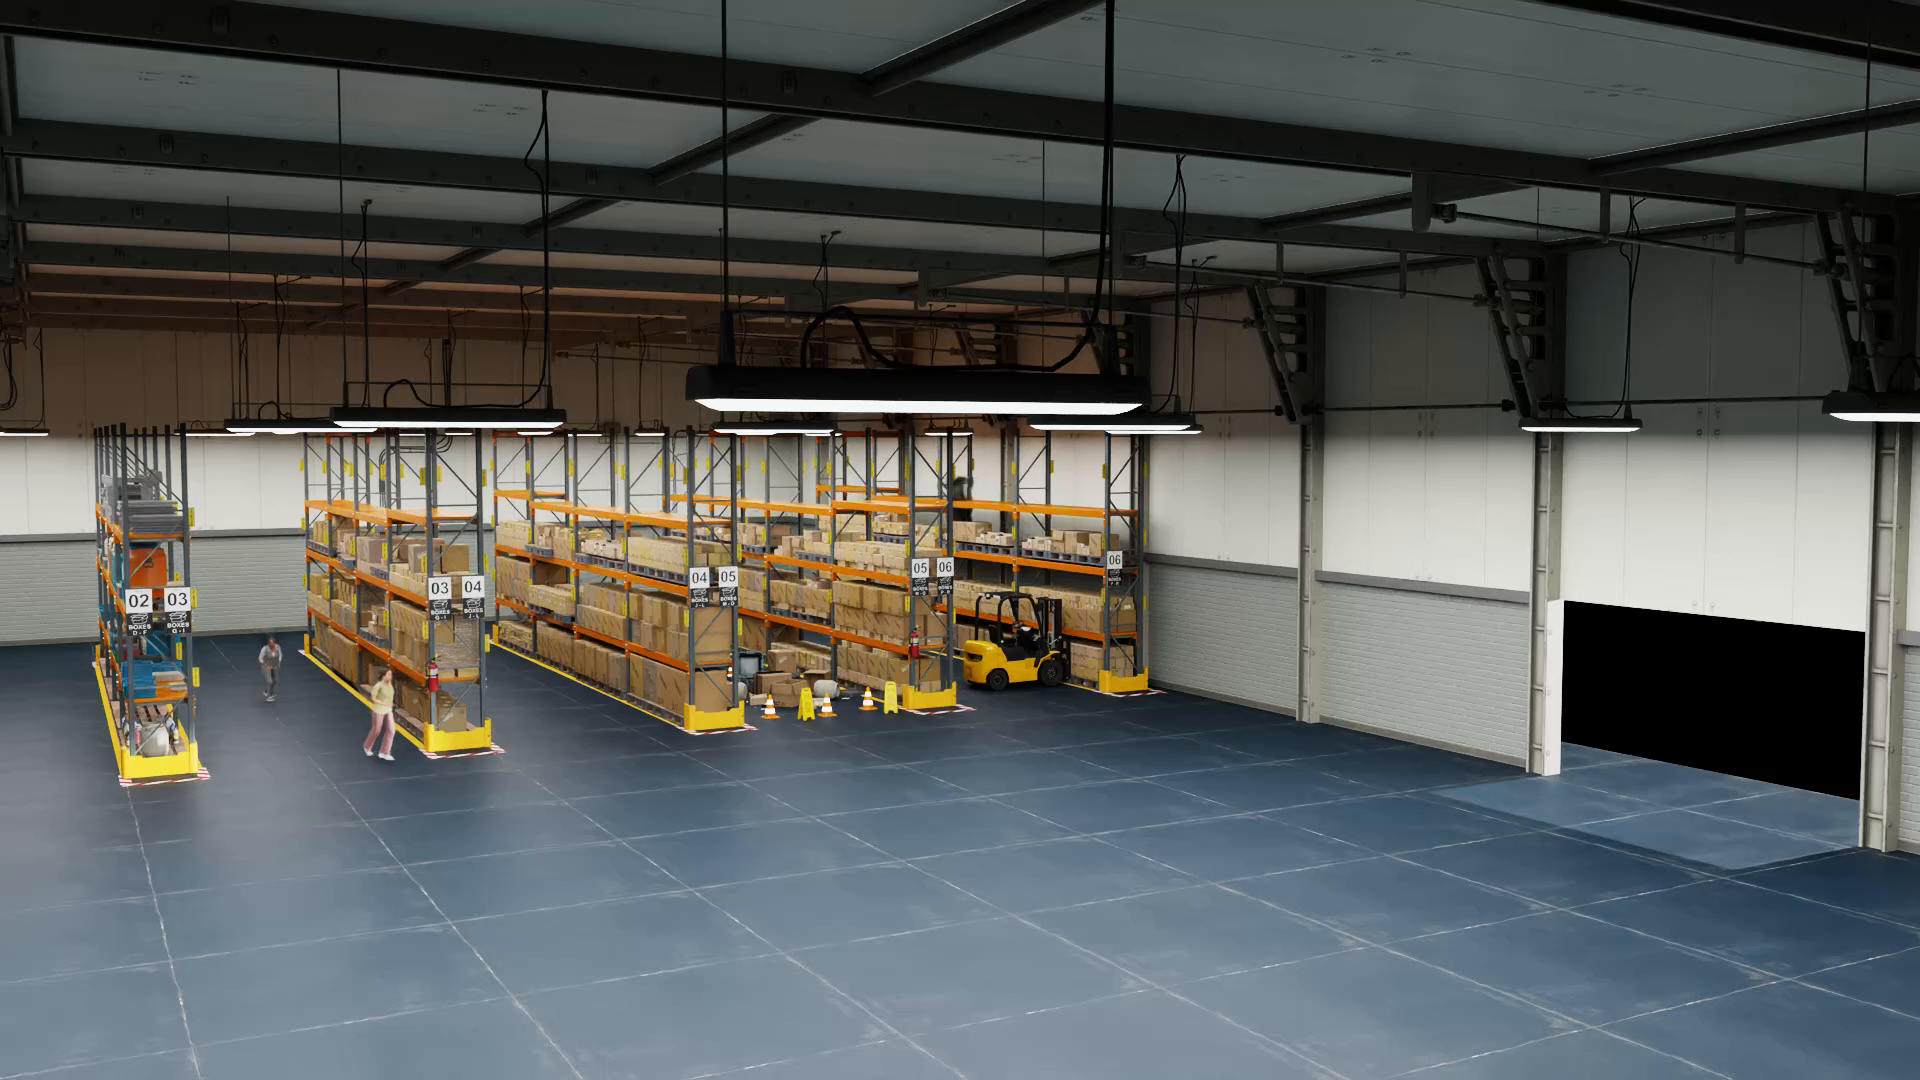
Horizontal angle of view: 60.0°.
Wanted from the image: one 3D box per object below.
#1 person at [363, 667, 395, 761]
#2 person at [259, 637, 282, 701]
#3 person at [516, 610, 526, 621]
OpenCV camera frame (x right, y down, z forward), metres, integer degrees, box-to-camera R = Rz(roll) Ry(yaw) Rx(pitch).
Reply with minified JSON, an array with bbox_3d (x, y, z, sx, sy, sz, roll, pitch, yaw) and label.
[{"bbox_3d":[-10.421,3.101,29.802,0.795,1.671,0.554,2,4,32],"label":"person"},{"bbox_3d":[-15.069,2.801,36.310,0.808,1.447,0.556,3,4,39],"label":"person"},{"bbox_3d":[-13.006,1.940,49.409,0.574,1.609,0.736,1,4,14],"label":"person"}]
